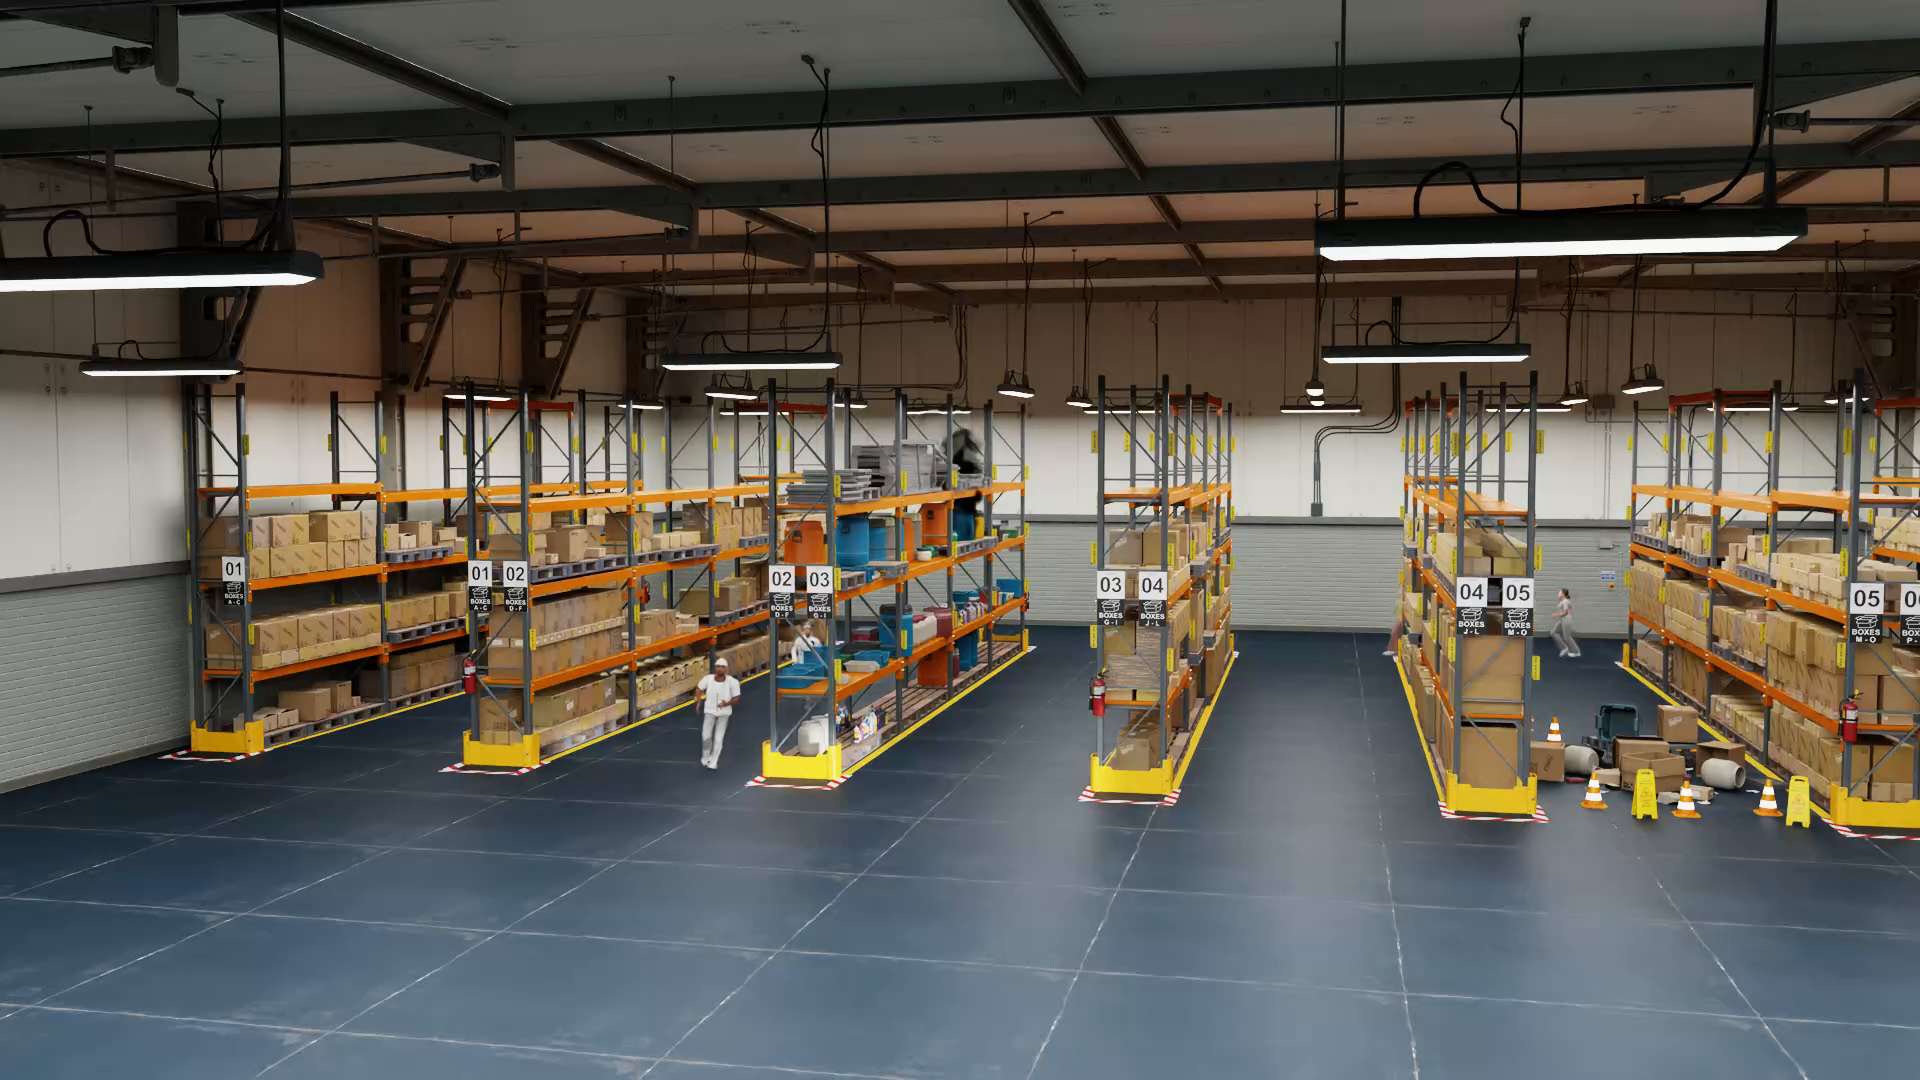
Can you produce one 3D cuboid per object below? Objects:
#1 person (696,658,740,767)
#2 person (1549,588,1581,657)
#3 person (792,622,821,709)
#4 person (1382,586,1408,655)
[{"bbox_3d":[-3.740,2.673,25.675,0.692,1.703,0.575,0,3,-7],"label":"person"},{"bbox_3d":[14.215,1.953,39.049,0.743,1.648,0.497,1,3,10],"label":"person"},{"bbox_3d":[-2.906,2.377,31.577,0.621,1.657,0.548,0,3,1],"label":"person"},{"bbox_3d":[10.511,1.910,39.457,0.895,1.664,0.649,0,3,-6],"label":"person"}]
